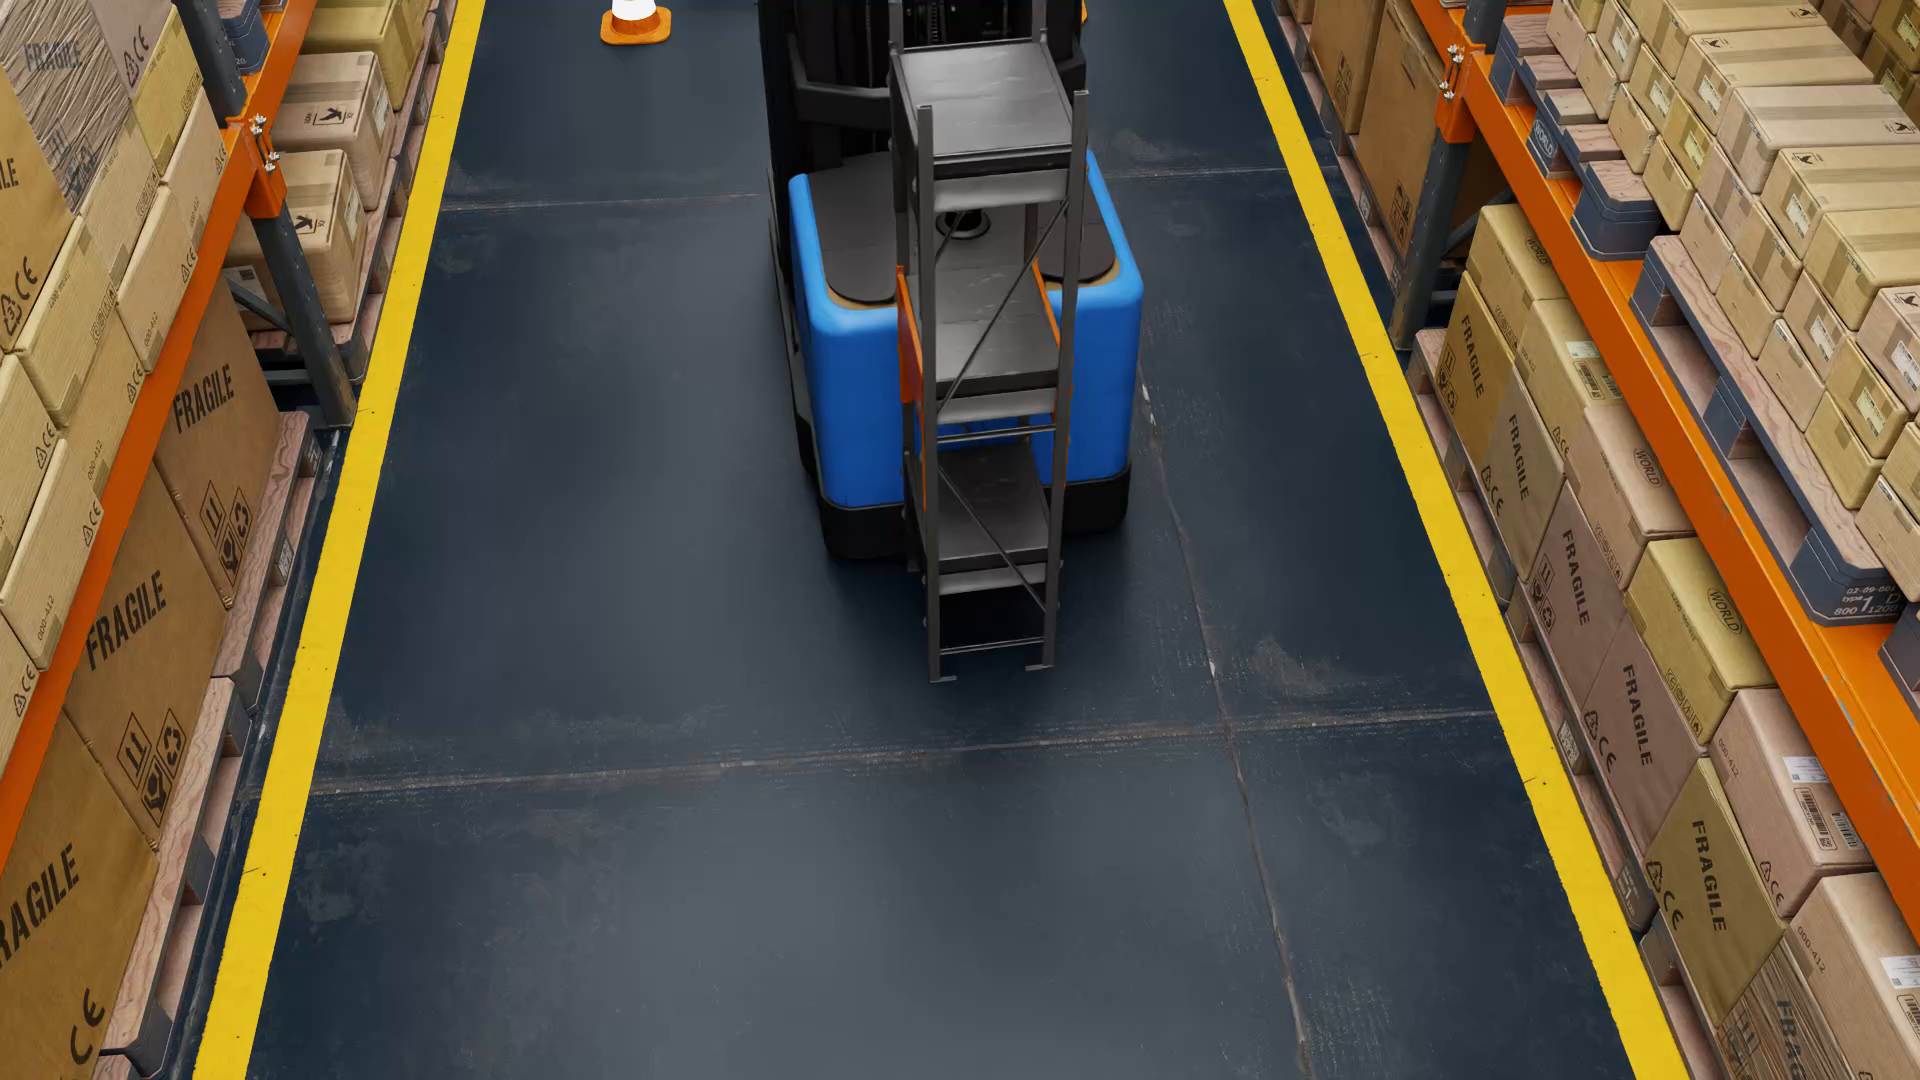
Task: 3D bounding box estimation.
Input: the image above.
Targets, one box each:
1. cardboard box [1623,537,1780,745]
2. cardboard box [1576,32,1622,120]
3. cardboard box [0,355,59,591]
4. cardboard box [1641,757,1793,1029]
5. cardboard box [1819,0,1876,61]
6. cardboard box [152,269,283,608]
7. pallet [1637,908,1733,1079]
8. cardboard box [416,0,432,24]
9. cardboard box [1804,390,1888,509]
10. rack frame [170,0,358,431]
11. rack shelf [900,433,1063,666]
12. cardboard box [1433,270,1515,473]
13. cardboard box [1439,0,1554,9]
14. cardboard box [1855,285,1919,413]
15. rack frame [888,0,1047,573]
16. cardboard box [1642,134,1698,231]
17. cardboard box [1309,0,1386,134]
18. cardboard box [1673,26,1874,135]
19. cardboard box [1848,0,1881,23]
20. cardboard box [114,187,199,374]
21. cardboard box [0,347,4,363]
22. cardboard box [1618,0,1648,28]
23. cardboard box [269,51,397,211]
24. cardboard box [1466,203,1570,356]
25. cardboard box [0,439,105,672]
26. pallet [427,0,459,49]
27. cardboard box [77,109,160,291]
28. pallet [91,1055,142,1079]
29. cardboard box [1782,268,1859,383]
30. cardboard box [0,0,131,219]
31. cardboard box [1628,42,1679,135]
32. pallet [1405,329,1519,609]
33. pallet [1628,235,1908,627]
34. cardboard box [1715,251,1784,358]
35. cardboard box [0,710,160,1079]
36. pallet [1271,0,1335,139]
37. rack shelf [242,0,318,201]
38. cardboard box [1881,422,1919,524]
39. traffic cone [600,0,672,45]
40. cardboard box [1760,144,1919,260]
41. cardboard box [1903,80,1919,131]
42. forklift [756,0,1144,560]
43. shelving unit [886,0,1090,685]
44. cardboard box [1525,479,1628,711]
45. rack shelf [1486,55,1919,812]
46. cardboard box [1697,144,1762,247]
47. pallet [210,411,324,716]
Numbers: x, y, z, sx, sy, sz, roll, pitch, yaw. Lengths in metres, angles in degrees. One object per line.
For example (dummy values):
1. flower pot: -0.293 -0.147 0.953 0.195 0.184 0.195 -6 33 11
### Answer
1. cardboard box: 2.112 0.243 4.370 0.500 0.250 0.500 -5 47 -5
2. cardboard box: 2.038 -1.359 4.855 0.380 0.149 0.250 -1 47 -1
3. cardboard box: -2.298 -0.127 3.563 0.500 0.250 0.500 -5 47 -4
4. cardboard box: 2.158 0.887 4.276 0.500 0.500 0.500 -4 47 -4
5. cardboard box: 2.698 -1.468 4.754 0.380 0.149 0.250 -2 47 -2
6. cardboard box: -2.770 -0.366 5.205 0.875 0.875 0.875 -4 47 -4
7. pallet: 2.447 1.459 4.223 1.003 0.211 1.213 -3 47 -3
8. cardboard box: -2.970 -2.692 7.755 0.950 0.372 0.625 -1 47 -1
9. cardboard box: 2.171 -0.212 3.769 0.380 0.149 0.250 -2 47 -2
10. rack frame: -2.745 -1.457 5.064 1.000 3.000 0.127 -3 47 -3
11. rack shelf: 0.060 0.027 5.261 0.431 0.518 0.480 -7 47 -6
12. cardboard box: 1.984 -0.588 5.674 0.500 0.500 0.500 -5 47 -5
13. cardboard box: 1.874 -2.175 5.675 0.500 0.500 0.500 -3 47 -3
14. cardboard box: 2.178 -0.421 3.557 0.380 0.149 0.250 -5 47 -5
15. rack frame: 0.020 -0.639 4.909 0.400 2.100 0.015 -7 47 -6
16. cardboard box: 2.085 -0.968 4.485 0.380 0.149 0.250 -2 47 -1
17. cardboard box: 2.141 -2.280 7.104 1.050 0.750 0.750 -3 47 -3
18. cardboard box: 2.088 -1.184 4.279 0.380 0.149 0.250 -5 47 -5
19. cardboard box: 2.696 -1.585 4.659 0.380 0.149 0.250 -4 47 -4
20. cardboard box: -2.386 -0.686 4.438 0.500 0.250 0.500 -3 47 -3
21. cardboard box: -2.320 -0.380 3.286 0.500 0.500 0.500 -4 47 -4
22. cardboard box: 2.050 -1.553 4.629 0.380 0.149 0.250 -5 47 -4
23. cardboard box: -2.852 -1.640 6.758 0.950 0.372 0.625 -4 47 -4
24. cardboard box: 1.996 -0.860 5.414 0.500 0.250 0.500 -5 47 -5
25. cardboard box: -2.289 0.046 3.744 0.500 0.250 0.500 -4 47 -4
26. pallet: -3.013 -2.829 8.284 1.003 0.211 1.213 -3 47 -3
27. cardboard box: -2.405 -0.871 4.268 0.500 0.250 0.500 -5 47 -4
28. pallet: -2.550 1.842 3.860 1.003 0.211 1.213 -3 47 -3
29. cardboard box: 2.155 -0.503 3.839 0.380 0.149 0.250 -2 47 -2
30. cardboard box: -2.390 -1.106 3.974 0.500 0.500 0.500 -3 47 -3
31. cardboard box: 2.070 -1.240 4.538 0.380 0.149 0.250 -5 47 -5
32. pallet: 2.243 -0.307 5.895 1.003 0.211 1.213 -3 47 -3
33. pallet: 2.386 -0.335 4.134 1.003 0.211 1.213 -3 47 -3
34. cardboard box: 2.128 -0.594 4.130 0.380 0.149 0.250 -3 47 -3
35. cardboard box: -2.625 0.927 3.981 0.875 0.875 0.875 -2 47 -2
36. pallet: 2.089 -2.328 7.809 1.003 0.211 1.213 -3 47 -3
37. rack shelf: -2.913 -2.657 6.695 1.077 0.370 4.000 -3 47 -3
38. cardboard box: 2.195 -0.129 3.485 0.380 0.149 0.250 -6 47 -5
39. traffic cone: -1.581 -2.667 7.957 0.336 0.463 0.334 -3 47 -3
40. cardboard box: 2.136 -0.796 3.912 0.380 0.149 0.250 -2 47 -2
41. cardboard box: 2.743 -1.097 4.402 0.380 0.149 0.250 -3 47 -3
42. forklift: -0.173 -2.027 5.651 1.130 2.935 3.031 -7 47 -6
43. shelving unit: 0.060 -0.464 4.743 0.431 2.100 0.503 -7 47 -6
44. cardboard box: 2.077 0.146 4.978 0.500 0.500 0.500 -5 47 -4
45. rack shelf: 2.347 -0.204 4.238 0.919 0.124 3.809 -3 47 -3
46. cardboard box: 2.111 -0.877 4.194 0.380 0.149 0.250 -3 47 -3
47. pallet: -2.754 0.077 5.532 1.003 0.211 1.213 -3 47 -3
